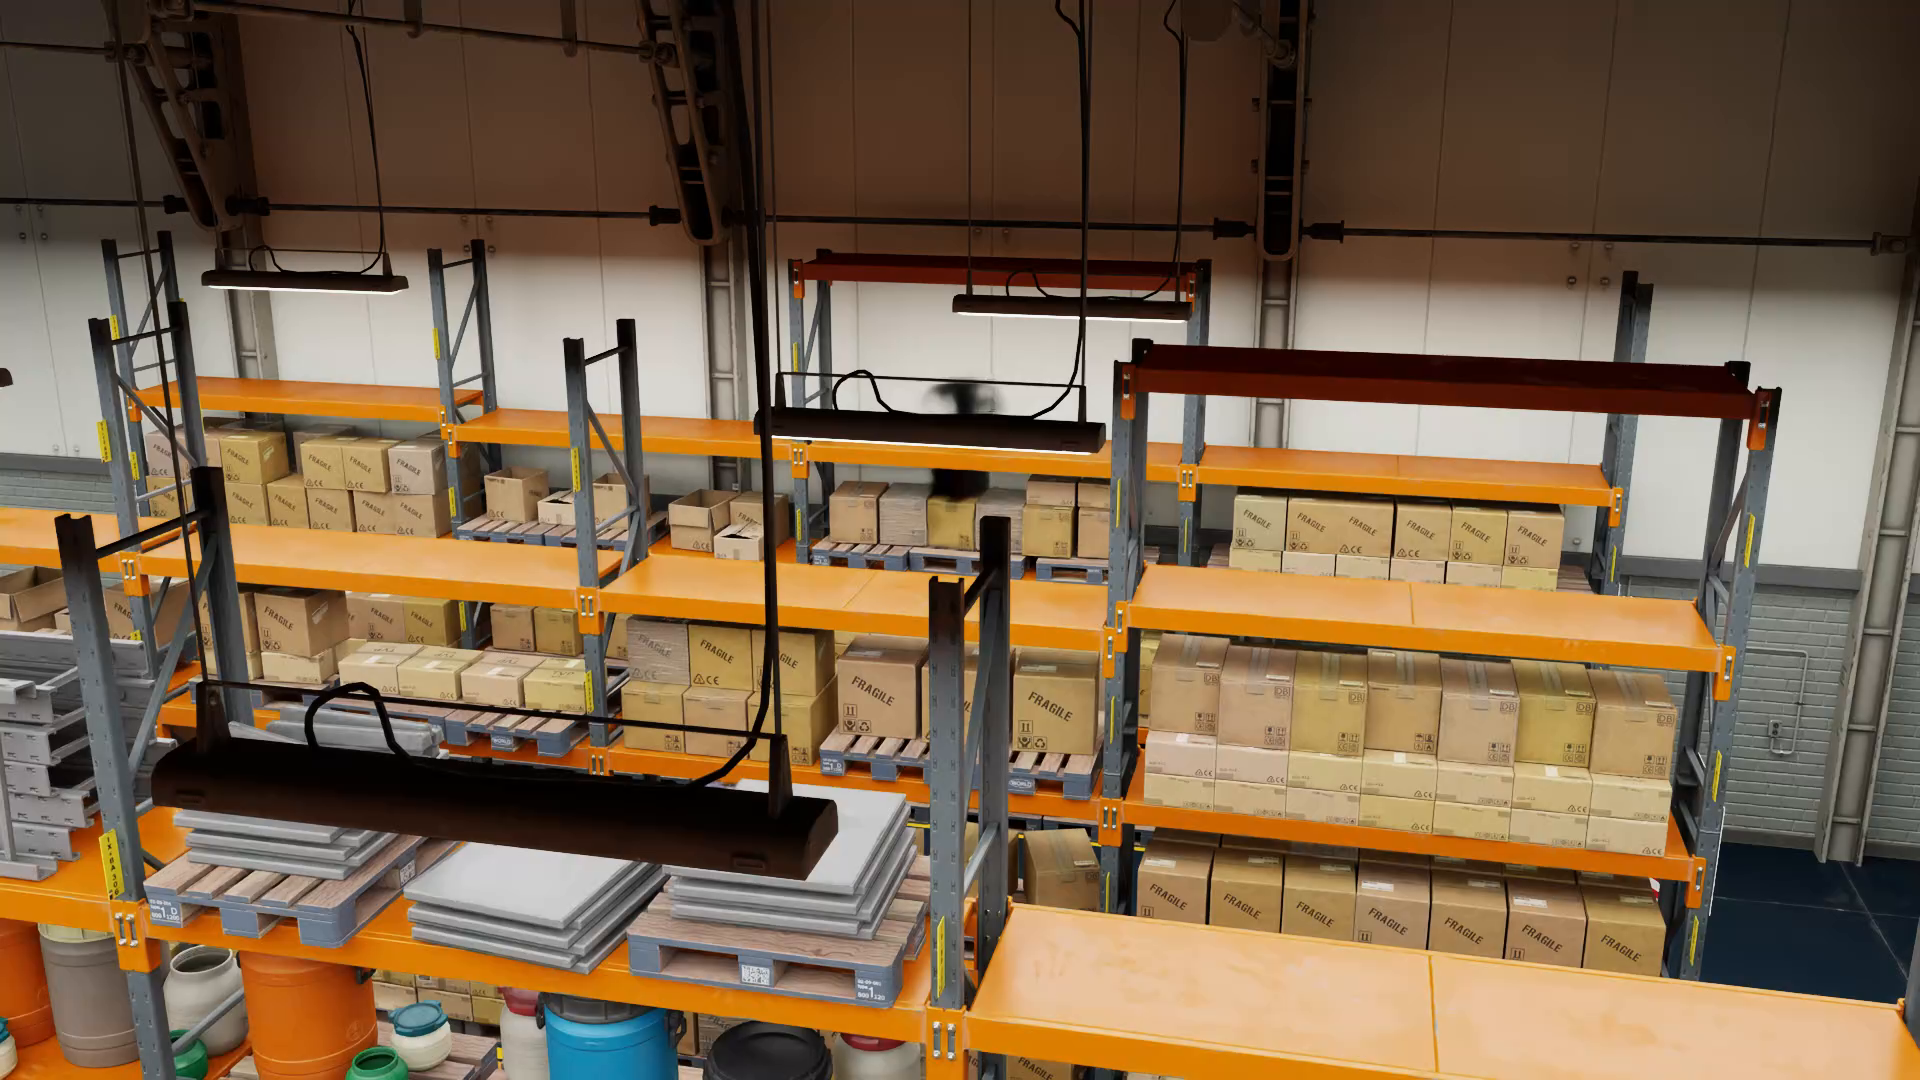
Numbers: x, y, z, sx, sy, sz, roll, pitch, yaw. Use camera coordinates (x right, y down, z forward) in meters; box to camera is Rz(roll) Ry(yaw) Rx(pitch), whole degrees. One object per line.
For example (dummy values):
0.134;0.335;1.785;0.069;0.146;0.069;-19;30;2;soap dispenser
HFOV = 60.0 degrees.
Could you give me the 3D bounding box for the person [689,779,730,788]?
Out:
-2.327;2.770;16.290;0.774;1.554;0.699;9;19;29;person
